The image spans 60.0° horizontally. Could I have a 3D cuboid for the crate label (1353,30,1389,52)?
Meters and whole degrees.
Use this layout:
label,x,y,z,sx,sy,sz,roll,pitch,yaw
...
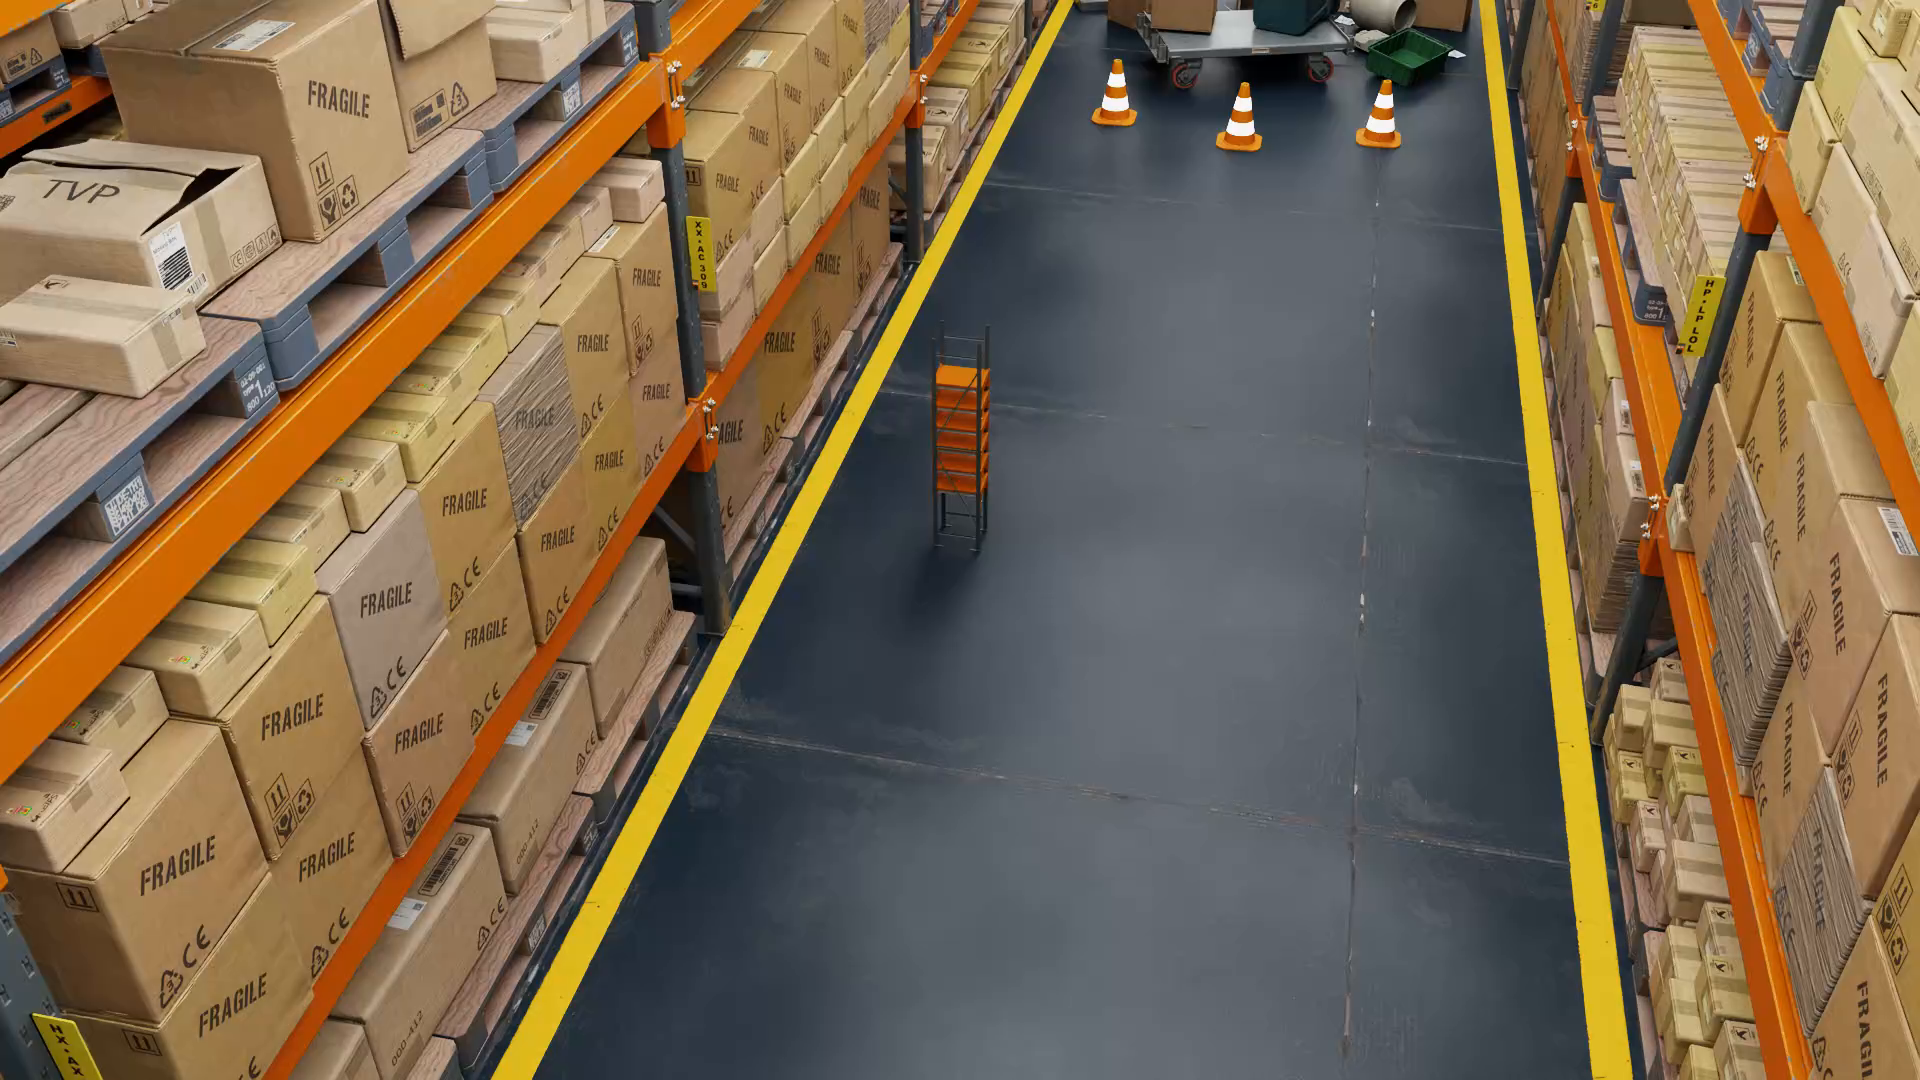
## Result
label,x,y,z,sx,sy,sz,roll,pitch,yaw
crate label,3.550,-4.296,14.331,0.298,0.136,0.250,-17,39,-22

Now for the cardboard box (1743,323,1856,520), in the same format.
label,x,y,z,sx,sy,sz,roll,pitch,yaw
cardboard box,2.833,-0.323,5.219,0.500,0.500,0.500,6,36,9

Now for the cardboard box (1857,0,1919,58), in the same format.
label,x,y,z,sx,sy,sz,roll,pitch,yaw
cardboard box,2.874,-1.514,4.859,0.380,0.149,0.250,6,36,8

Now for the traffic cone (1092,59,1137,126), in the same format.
label,x,y,z,sx,sy,sz,roll,pitch,yaw
traffic cone,1.218,-3.520,12.982,0.336,0.463,0.334,7,37,10

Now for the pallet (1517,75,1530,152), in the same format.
label,x,y,z,sx,sy,sz,roll,pitch,yaw
pallet,4.881,-3.290,12.880,1.003,0.211,1.213,7,37,10

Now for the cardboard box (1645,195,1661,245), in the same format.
label,x,y,z,sx,sy,sz,roll,pitch,yaw
cardboard box,3.487,-1.505,7.897,0.380,0.149,0.250,6,36,8

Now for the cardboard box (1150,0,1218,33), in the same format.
label,x,y,z,sx,sy,sz,roll,pitch,yaw
cardboard box,1.860,-4.522,13.688,0.500,0.500,0.500,7,37,10

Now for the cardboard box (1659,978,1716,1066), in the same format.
label,x,y,z,sx,sy,sz,roll,pitch,yaw
cardboard box,2.555,1.632,5.531,0.380,0.149,0.250,8,37,10

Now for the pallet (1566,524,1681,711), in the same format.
label,x,y,z,sx,sy,sz,roll,pitch,yaw
pallet,3.428,0.398,7.791,1.003,0.211,1.213,7,37,10

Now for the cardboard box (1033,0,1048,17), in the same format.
label,x,y,z,sx,sy,sz,roll,pitch,yaw
cardboard box,0.505,-4.794,14.564,0.500,0.250,0.500,6,36,8

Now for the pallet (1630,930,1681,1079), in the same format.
label,x,y,z,sx,sy,sz,roll,pitch,yaw
pallet,2.896,1.936,5.670,1.003,0.211,1.213,7,37,10

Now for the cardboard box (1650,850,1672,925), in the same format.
label,x,y,z,sx,sy,sz,roll,pitch,yaw
cardboard box,2.807,1.322,6.212,0.380,0.149,0.250,7,36,9

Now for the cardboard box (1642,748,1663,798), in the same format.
label,x,y,z,sx,sy,sz,roll,pitch,yaw
cardboard box,2.907,0.903,6.536,0.380,0.149,0.250,8,37,10

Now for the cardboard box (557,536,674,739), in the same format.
label,x,y,z,sx,sy,sz,roll,pitch,yaw
cardboard box,-1.833,0.367,7.283,0.875,0.438,0.875,7,36,9

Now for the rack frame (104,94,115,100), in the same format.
label,x,y,z,sx,sy,sz,roll,pitch,yaw
rack frame,-5.589,-3.760,11.152,1.000,3.000,0.127,7,37,10

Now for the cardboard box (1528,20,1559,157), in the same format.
label,x,y,z,sx,sy,sz,roll,pitch,yaw
cardboard box,4.718,-3.210,11.953,1.050,0.750,0.750,7,37,10

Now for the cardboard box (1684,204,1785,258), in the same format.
label,x,y,z,sx,sy,sz,roll,pitch,yaw
cardboard box,3.328,-1.301,7.108,0.380,0.149,0.250,7,37,10

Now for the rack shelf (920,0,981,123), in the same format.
label,x,y,z,sx,sy,sz,roll,pitch,yaw
rack shelf,-0.312,-3.995,12.090,1.077,0.370,4.000,7,37,10

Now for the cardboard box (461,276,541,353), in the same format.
label,x,y,z,sx,sy,sz,roll,pitch,yaw
cardboard box,-1.629,-0.764,5.528,0.380,0.149,0.250,7,37,10

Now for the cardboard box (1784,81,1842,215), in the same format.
label,x,y,z,sx,sy,sz,roll,pitch,yaw
cardboard box,2.907,-1.206,5.200,0.500,0.250,0.500,9,37,12

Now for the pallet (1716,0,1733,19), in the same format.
label,x,y,z,sx,sy,sz,roll,pitch,yaw
pallet,3.718,-2.358,6.822,1.213,0.211,1.003,7,37,10

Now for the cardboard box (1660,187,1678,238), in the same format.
label,x,y,z,sx,sy,sz,roll,pitch,yaw
cardboard box,3.434,-1.482,7.612,0.380,0.149,0.250,7,37,10

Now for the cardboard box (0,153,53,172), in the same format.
label,x,y,z,sx,sy,sz,roll,pitch,yaw
cardboard box,-5.728,-2.271,10.317,0.380,0.149,0.250,7,36,9

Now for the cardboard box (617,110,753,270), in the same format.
label,x,y,z,sx,sy,sz,roll,pitch,yaw
cardboard box,-1.219,-1.509,7.108,0.500,0.500,0.500,8,37,11

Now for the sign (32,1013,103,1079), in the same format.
label,x,y,z,sx,sy,sz,roll,pitch,yaw
sign,-1.907,1.137,3.591,0.100,0.325,0.005,7,37,10

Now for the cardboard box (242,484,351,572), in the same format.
label,x,y,z,sx,sy,sz,roll,pitch,yaw
cardboard box,-1.905,-0.035,4.522,0.380,0.149,0.250,8,37,10

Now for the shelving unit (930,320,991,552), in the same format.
label,x,y,z,sx,sy,sz,roll,pitch,yaw
shelving unit,0.003,-0.494,8.179,0.258,1.200,0.189,7,37,10

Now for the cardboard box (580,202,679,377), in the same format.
label,x,y,z,sx,sy,sz,roll,pitch,yaw
cardboard box,-1.425,-0.987,6.389,0.500,0.500,0.500,7,37,10

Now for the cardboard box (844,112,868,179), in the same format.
label,x,y,z,sx,sy,sz,roll,pitch,yaw
cardboard box,-0.811,-2.175,9.093,0.500,0.250,0.500,7,37,9

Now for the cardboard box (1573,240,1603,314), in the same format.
label,x,y,z,sx,sy,sz,roll,pitch,yaw
cardboard box,3.626,-1.383,9.006,0.500,0.250,0.500,7,37,9

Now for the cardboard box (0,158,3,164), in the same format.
label,x,y,z,sx,sy,sz,roll,pitch,yaw
cardboard box,-6.220,-2.319,10.384,0.380,0.149,0.250,7,36,9

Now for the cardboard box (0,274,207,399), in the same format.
label,x,y,z,sx,sy,sz,roll,pitch,yaw
cardboard box,-1.991,-0.472,3.830,0.380,0.149,0.250,9,37,12

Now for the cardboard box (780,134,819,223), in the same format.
label,x,y,z,sx,sy,sz,roll,pitch,yaw
cardboard box,-1.007,-1.794,8.141,0.500,0.250,0.500,8,37,11

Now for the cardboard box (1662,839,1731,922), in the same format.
label,x,y,z,sx,sy,sz,roll,pitch,yaw
cardboard box,2.697,1.220,5.845,0.380,0.149,0.250,8,37,11

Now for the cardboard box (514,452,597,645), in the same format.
label,x,y,z,sx,sy,sz,roll,pitch,yaw
cardboard box,-1.641,-0.004,5.884,0.500,0.500,0.500,7,36,9

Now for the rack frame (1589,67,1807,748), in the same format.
label,x,y,z,sx,sy,sz,roll,pitch,yaw
rack frame,3.264,-0.284,6.357,1.000,3.000,0.127,7,37,10

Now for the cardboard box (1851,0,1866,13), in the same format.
label,x,y,z,sx,sy,sz,roll,pitch,yaw
cardboard box,2.965,-1.666,5.068,0.380,0.149,0.250,7,36,9

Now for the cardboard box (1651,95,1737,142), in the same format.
label,x,y,z,sx,sy,sz,roll,pitch,yaw
cardboard box,3.605,-2.045,8.134,0.380,0.149,0.250,9,37,12

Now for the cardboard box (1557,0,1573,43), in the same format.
label,x,y,z,sx,sy,sz,roll,pitch,yaw
cardboard box,4.167,-3.482,10.684,0.500,0.500,0.500,7,36,9

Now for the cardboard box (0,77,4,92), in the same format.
label,x,y,z,sx,sy,sz,roll,pitch,yaw
cardboard box,-5.844,-2.674,9.210,0.700,0.500,0.500,7,37,10

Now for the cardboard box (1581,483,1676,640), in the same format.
label,x,y,z,sx,sy,sz,roll,pitch,yaw
cardboard box,3.176,0.102,7.596,0.500,0.500,0.500,7,36,9

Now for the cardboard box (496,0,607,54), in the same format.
label,x,y,z,sx,sy,sz,roll,pitch,yaw
cardboard box,-1.418,-1.811,5.579,0.396,0.266,0.258,8,37,11

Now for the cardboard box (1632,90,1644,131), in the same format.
label,x,y,z,sx,sy,sz,roll,pitch,yaw
cardboard box,3.709,-2.205,8.610,0.380,0.149,0.250,6,36,9

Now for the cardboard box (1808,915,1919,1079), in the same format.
label,x,y,z,sx,sy,sz,roll,pitch,yaw
cardboard box,2.369,1.263,3.882,0.500,0.500,0.500,7,36,9

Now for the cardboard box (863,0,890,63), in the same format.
label,x,y,z,sx,sy,sz,roll,pitch,yaw
cardboard box,-0.696,-2.961,9.113,0.500,0.500,0.500,8,37,11

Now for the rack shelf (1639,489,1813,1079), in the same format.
label,x,y,z,sx,sy,sz,roll,pitch,yaw
rack shelf,2.836,1.153,4.986,1.077,0.370,4.000,7,37,10

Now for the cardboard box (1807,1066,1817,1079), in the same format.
label,x,y,z,sx,sy,sz,roll,pitch,yaw
cardboard box,2.363,1.455,4.170,0.380,0.149,0.250,8,37,11

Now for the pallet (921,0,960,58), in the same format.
label,x,y,z,sx,sy,sz,roll,pitch,yaw
pallet,-0.691,-3.484,10.935,1.213,0.211,1.003,7,37,10

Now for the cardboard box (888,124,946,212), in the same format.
label,x,y,z,sx,sy,sz,roll,pitch,yaw
cardboard box,-0.609,-2.569,11.390,0.950,0.372,0.625,5,36,7

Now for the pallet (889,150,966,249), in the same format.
label,x,y,z,sx,sy,sz,roll,pitch,yaw
pallet,-0.571,-2.459,11.733,1.003,0.211,1.213,7,37,10

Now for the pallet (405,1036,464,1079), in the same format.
label,x,y,z,sx,sy,sz,roll,pitch,yaw
pallet,-2.354,2.107,5.433,1.003,0.211,1.213,7,37,10

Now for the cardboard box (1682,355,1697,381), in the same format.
label,x,y,z,sx,sy,sz,roll,pitch,yaw
cardboard box,3.210,-0.754,6.861,0.380,0.149,0.250,8,37,10

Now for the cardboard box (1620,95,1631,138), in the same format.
label,x,y,z,sx,sy,sz,roll,pitch,yaw
cardboard box,3.768,-2.261,8.940,0.380,0.149,0.250,9,37,12

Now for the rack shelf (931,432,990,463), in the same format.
label,x,y,z,sx,sy,sz,roll,pitch,yaw
rack shelf,0.003,-0.458,8.206,0.258,0.103,0.180,7,37,10

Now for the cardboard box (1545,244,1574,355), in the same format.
label,x,y,z,sx,sy,sz,roll,pitch,yaw
cardboard box,3.718,-1.362,9.615,0.500,0.500,0.500,6,36,8

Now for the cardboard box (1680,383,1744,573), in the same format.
label,x,y,z,sx,sy,sz,roll,pitch,yaw
cardboard box,2.912,-0.193,5.892,0.500,0.500,0.500,7,36,9

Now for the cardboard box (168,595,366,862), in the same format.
label,x,y,z,sx,sy,sz,roll,pitch,yaw
cardboard box,-1.964,0.464,4.386,0.500,0.500,0.500,6,36,9
